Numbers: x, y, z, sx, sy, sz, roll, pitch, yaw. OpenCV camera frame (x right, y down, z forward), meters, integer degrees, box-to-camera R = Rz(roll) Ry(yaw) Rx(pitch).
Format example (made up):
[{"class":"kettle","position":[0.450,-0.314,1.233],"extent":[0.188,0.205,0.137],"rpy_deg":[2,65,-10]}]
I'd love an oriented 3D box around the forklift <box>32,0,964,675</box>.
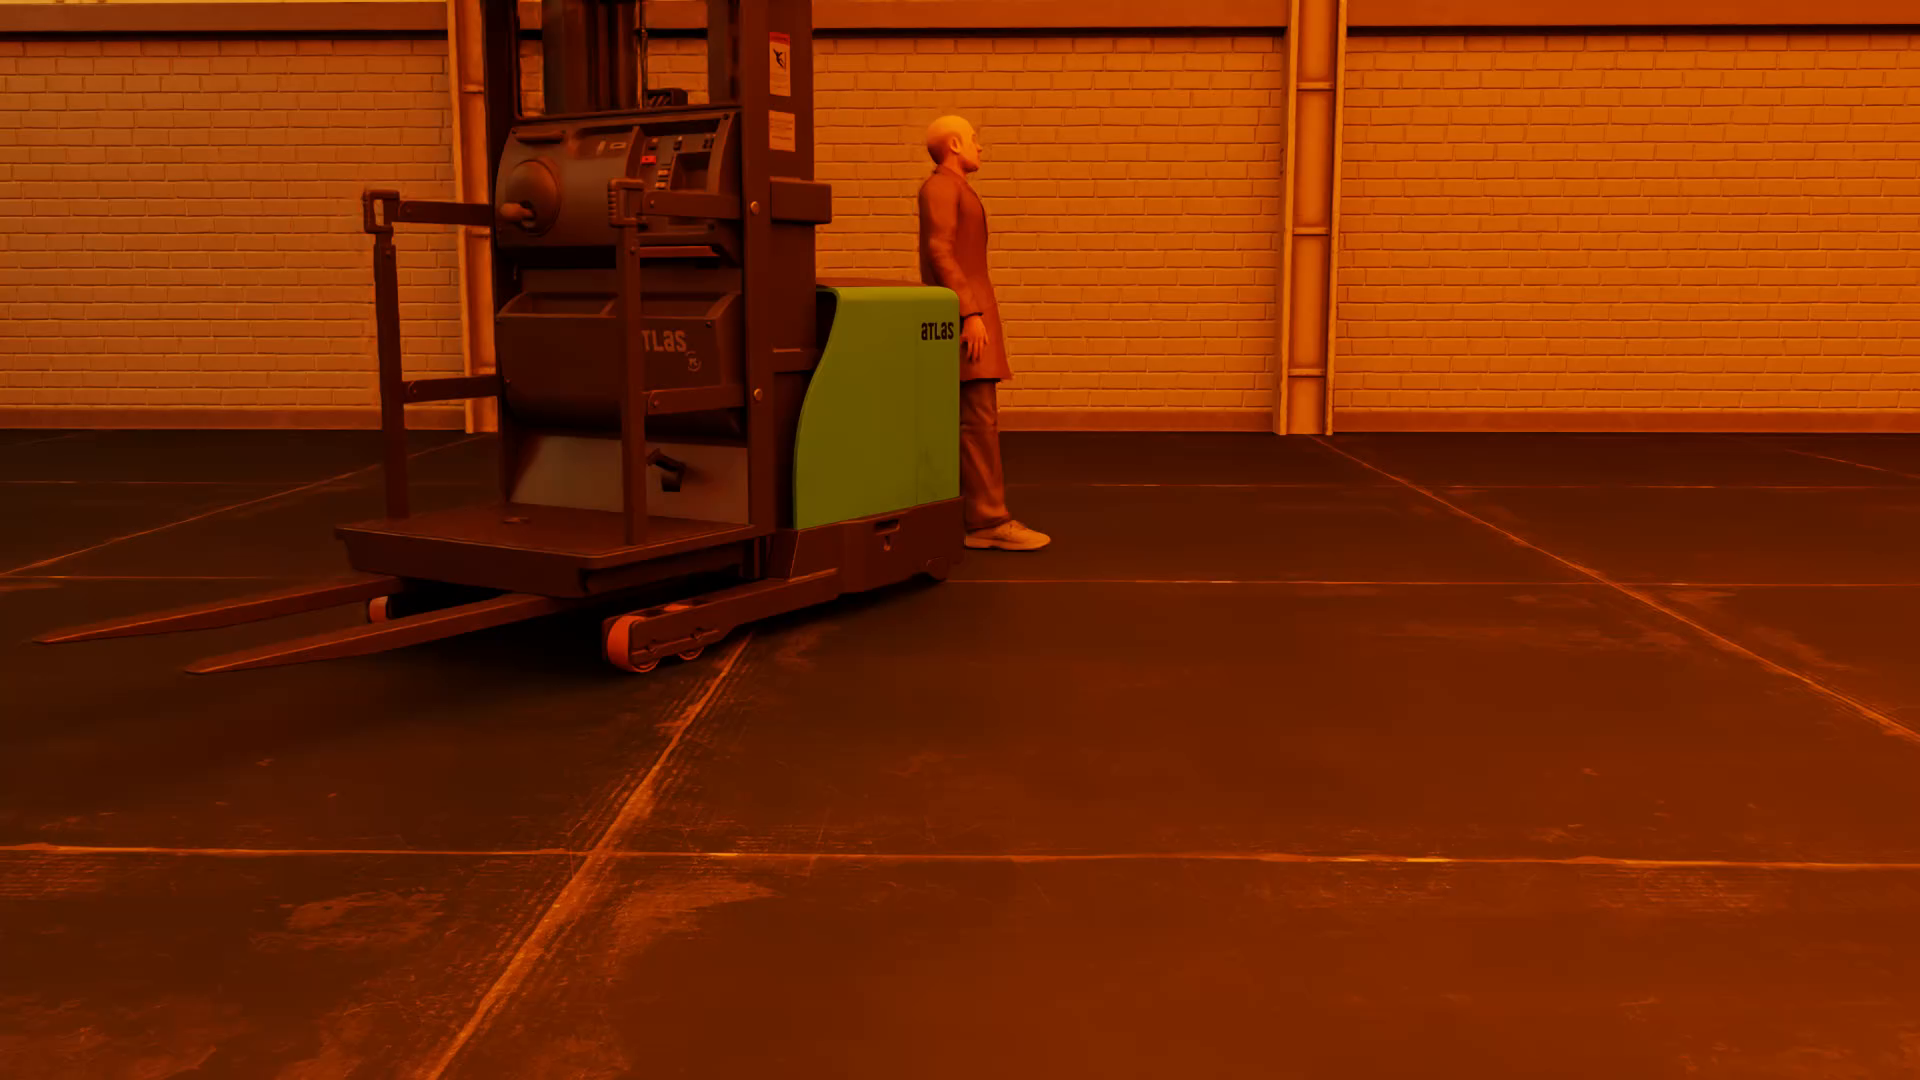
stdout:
[{"class":"forklift","position":[-1.188,-1.153,4.970],"extent":[1.130,2.935,3.031],"rpy_deg":[5,10,31]}]

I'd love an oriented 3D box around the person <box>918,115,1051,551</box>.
[{"class":"person","position":[0.102,-0.879,6.999],"extent":[0.548,1.777,0.699],"rpy_deg":[0,9,1]}]
